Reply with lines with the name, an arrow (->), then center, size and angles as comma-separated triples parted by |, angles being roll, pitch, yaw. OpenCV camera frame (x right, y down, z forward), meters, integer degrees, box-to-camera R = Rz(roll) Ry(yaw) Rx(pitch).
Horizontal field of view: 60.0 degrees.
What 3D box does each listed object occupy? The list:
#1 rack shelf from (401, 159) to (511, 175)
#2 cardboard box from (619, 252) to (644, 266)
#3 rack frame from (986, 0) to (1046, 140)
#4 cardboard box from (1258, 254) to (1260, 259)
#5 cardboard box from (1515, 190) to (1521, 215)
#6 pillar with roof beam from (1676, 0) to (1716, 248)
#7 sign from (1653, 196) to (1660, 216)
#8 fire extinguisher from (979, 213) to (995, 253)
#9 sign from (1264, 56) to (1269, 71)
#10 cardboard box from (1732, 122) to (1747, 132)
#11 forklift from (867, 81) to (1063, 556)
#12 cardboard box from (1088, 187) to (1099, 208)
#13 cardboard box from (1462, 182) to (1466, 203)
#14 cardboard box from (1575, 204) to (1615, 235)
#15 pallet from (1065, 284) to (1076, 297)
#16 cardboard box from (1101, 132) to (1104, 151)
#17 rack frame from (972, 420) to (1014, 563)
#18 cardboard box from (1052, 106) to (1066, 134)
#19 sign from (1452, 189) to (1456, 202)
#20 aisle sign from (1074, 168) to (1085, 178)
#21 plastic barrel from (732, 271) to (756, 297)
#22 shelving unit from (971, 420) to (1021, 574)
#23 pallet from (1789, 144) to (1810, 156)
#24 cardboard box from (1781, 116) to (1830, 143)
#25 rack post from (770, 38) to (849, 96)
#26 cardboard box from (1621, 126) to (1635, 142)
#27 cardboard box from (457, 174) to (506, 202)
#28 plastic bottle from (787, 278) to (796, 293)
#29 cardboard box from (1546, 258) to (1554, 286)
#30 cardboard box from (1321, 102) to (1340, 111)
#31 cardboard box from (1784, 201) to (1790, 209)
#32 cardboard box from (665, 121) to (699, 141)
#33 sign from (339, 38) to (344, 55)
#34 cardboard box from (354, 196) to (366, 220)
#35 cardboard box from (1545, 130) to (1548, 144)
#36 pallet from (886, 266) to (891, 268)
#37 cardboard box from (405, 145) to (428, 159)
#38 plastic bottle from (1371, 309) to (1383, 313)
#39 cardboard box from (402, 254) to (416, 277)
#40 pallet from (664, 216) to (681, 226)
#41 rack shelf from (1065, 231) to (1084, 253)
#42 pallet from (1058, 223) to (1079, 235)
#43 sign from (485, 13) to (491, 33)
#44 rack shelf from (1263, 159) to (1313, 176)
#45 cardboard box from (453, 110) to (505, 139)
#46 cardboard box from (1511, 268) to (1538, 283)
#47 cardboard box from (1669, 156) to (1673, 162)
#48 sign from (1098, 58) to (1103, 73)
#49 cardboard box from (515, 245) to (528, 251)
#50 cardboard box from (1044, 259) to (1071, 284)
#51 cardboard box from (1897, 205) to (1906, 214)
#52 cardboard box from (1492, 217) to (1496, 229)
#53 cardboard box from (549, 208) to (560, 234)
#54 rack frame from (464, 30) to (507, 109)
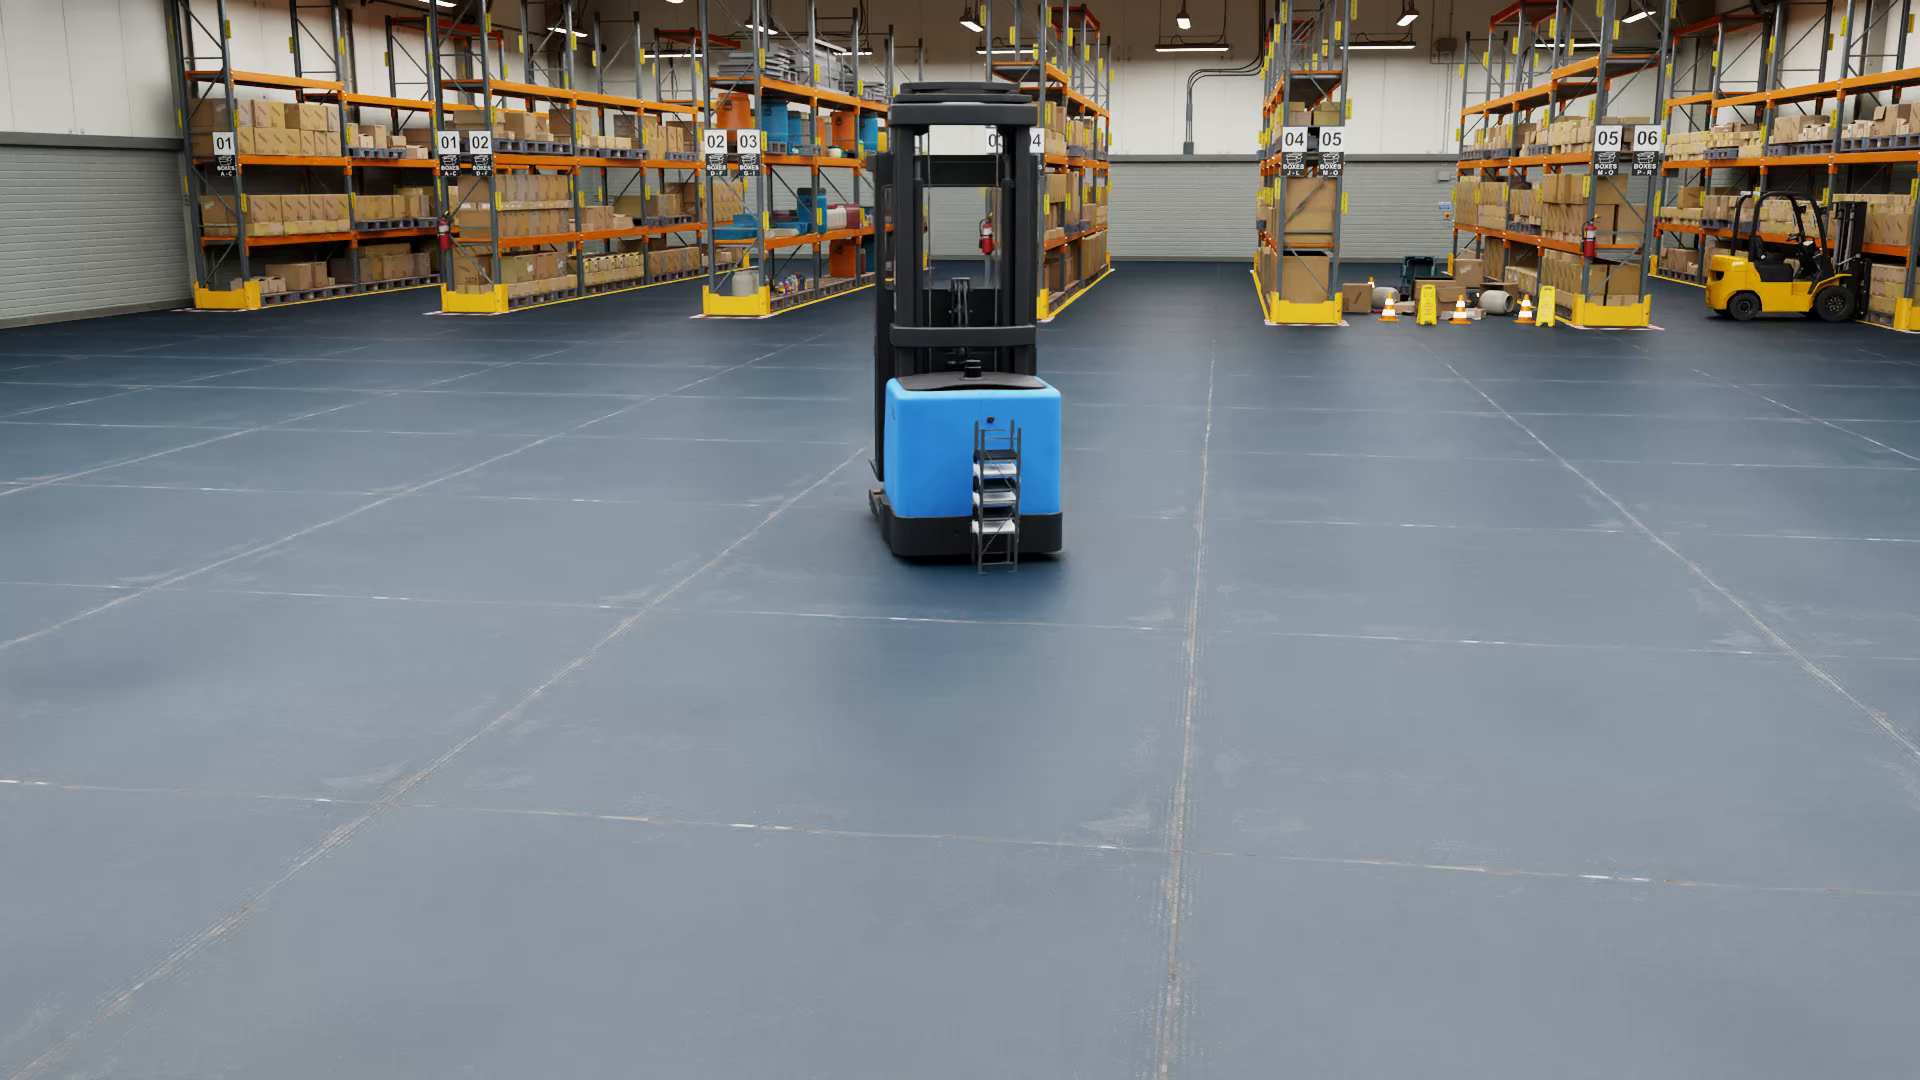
rack shelf -> -12.206, -9.005, 40.245 | 1.077, 0.370, 4.000 | 2, 12, 9
cardboard box -> -7.455, -6.332, 37.455 | 0.500, 0.311, 0.500 | 2, 12, 10
rack frame -> 0.940, -8.260, 27.960 | 1.000, 3.000, 0.127 | 2, 12, 9
cardboard box -> 7.757, -7.173, 42.223 | 0.380, 0.149, 0.250 | 2, 12, 10
cardboard box -> 11.591, -6.876, 33.839 | 0.500, 0.500, 0.500 | 3, 12, 12
pillar with roof beam -> 15.149, -11.781, 44.298 | 9.100, 9.000, 0.548 | 2, 12, 9
sign -> 11.268, -5.412, 26.929 | 0.100, 0.325, 0.005 | 2, 12, 9
fire extinguisher -> 0.467, -5.280, 28.559 | 0.296, 0.674, 0.183 | 2, 12, 9
sign -> 7.137, -11.093, 38.700 | 0.100, 0.325, 0.005 | 2, 12, 9
cardboard box -> 17.503, -9.224, 37.225 | 0.396, 0.266, 0.258 | 2, 12, 8
forklift -> -0.056, -1.592, 11.425 | 1.130, 2.935, 3.031 | -1, 12, -7
cardboard box -> 3.111, -8.355, 40.512 | 0.500, 0.500, 0.500 | 2, 12, 9
cardboard box -> 12.693, -8.568, 41.021 | 0.500, 0.500, 0.500 | 2, 12, 8
cardboard box -> 10.543, -5.322, 27.626 | 0.500, 0.500, 0.500 | 2, 12, 8
pallet -> 1.858, -5.213, 34.683 | 1.003, 0.211, 1.213 | 2, 12, 9
cardboard box -> 3.373, -10.317, 43.155 | 0.700, 0.500, 0.500 | 1, 12, 5
rack frame -> 0.199, -0.291, 10.115 | 0.240, 0.900, 0.006 | -2, 18, -10
cardboard box -> 1.737, -7.963, 31.572 | 0.500, 0.500, 0.500 | 2, 12, 7
sign -> 12.645, -8.818, 42.546 | 0.100, 0.325, 0.005 | 2, 12, 9
aisle sign -> 3.115, -9.953, 43.887 | 0.394, 0.787, 0.004 | 2, 12, 9
plastic barrel -> -3.929, -4.616, 30.201 | 0.421, 0.512, 0.421 | 0, 12, 0
shelving unit -> 0.217, -0.259, 10.020 | 0.258, 0.900, 0.210 | -2, 18, -10
pallet -> 16.682, -7.508, 32.041 | 1.003, 0.211, 1.213 | 2, 12, 11
cardboard box -> 16.536, -8.029, 32.540 | 0.700, 0.500, 0.500 | 2, 12, 8
rack post -> -3.121, -9.763, 34.462 | 1.013, 1.000, 3.121 | 2, 12, 9
cardboard box -> 11.072, -6.640, 27.216 | 0.500, 0.250, 0.500 | 2, 12, 8
cardboard box -> -8.756, -6.440, 30.438 | 0.700, 0.500, 0.500 | 2, 12, 9
plastic bottle -> -3.262, -4.919, 32.122 | 0.152, 0.276, 0.135 | 2, 12, 10
cardboard box -> 10.919, -4.840, 30.084 | 0.500, 0.500, 0.500 | 2, 12, 11
cardboard box -> 6.191, -7.192, 27.595 | 0.380, 0.149, 0.250 | 2, 12, 9
cardboard box -> 16.339, -6.551, 32.496 | 0.380, 0.149, 0.250 | 2, 12, 10
cardboard box -> -6.966, -10.253, 41.719 | 0.700, 0.500, 0.500 | 2, 12, 9
sign -> -12.595, -10.048, 33.851 | 0.100, 0.325, 0.005 | 2, 12, 9
cardboard box -> -13.017, -7.010, 35.119 | 0.700, 0.500, 0.500 | 2, 12, 9
cardboard box -> 11.294, -7.563, 31.207 | 0.500, 0.250, 0.500 | 2, 12, 8
pallet -> -2.034, -6.777, 41.937 | 1.003, 0.211, 1.213 | 2, 12, 9
cardboard box -> -12.357, -8.748, 37.508 | 0.500, 0.311, 0.500 | 2, 12, 9
plastic bottle -> 7.569, -4.121, 29.969 | 0.283, 0.061, 0.133 | -2, 12, -11
cardboard box -> -12.767, -6.212, 37.587 | 0.700, 0.500, 0.500 | 2, 12, 9
pallet -> -7.323, -7.625, 39.711 | 1.003, 0.211, 1.213 | 2, 12, 9
rack shelf -> 1.862, -6.224, 34.463 | 1.077, 0.370, 4.000 | 2, 12, 9
pallet -> 1.816, -6.220, 33.192 | 1.003, 0.211, 1.213 | 2, 12, 9
sign -> -8.301, -9.096, 29.248 | 0.100, 0.325, 0.005 | 2, 12, 9
rack shelf -> 7.363, -8.342, 37.167 | 1.077, 0.370, 4.000 | 2, 12, 9
cardboard box -> -8.756, -7.559, 30.253 | 0.797, 0.503, 0.637 | 3, 12, 13
cardboard box -> 11.760, -5.321, 33.804 | 0.950, 0.372, 0.625 | 2, 12, 8
cardboard box -> 17.819, -9.461, 41.251 | 0.380, 0.149, 0.250 | 2, 12, 10
sign -> 3.323, -11.238, 39.374 | 0.100, 0.325, 0.005 | 2, 12, 9
cardboard box -> -11.682, -7.442, 43.343 | 0.700, 0.500, 0.500 | 2, 12, 9
cardboard box -> 1.934, -5.611, 34.800 | 0.700, 0.500, 0.500 | 3, 13, 13
cardboard box -> 15.423, -5.347, 26.909 | 0.380, 0.149, 0.250 | 2, 12, 10
cardboard box -> 11.940, -6.923, 36.352 | 0.500, 0.250, 0.500 | 2, 12, 8
cardboard box -> -8.370, -6.328, 32.998 | 0.700, 0.500, 0.500 | 2, 12, 8
rack frame -> -11.898, -11.239, 41.785 | 1.000, 3.000, 0.127 | 2, 12, 9
